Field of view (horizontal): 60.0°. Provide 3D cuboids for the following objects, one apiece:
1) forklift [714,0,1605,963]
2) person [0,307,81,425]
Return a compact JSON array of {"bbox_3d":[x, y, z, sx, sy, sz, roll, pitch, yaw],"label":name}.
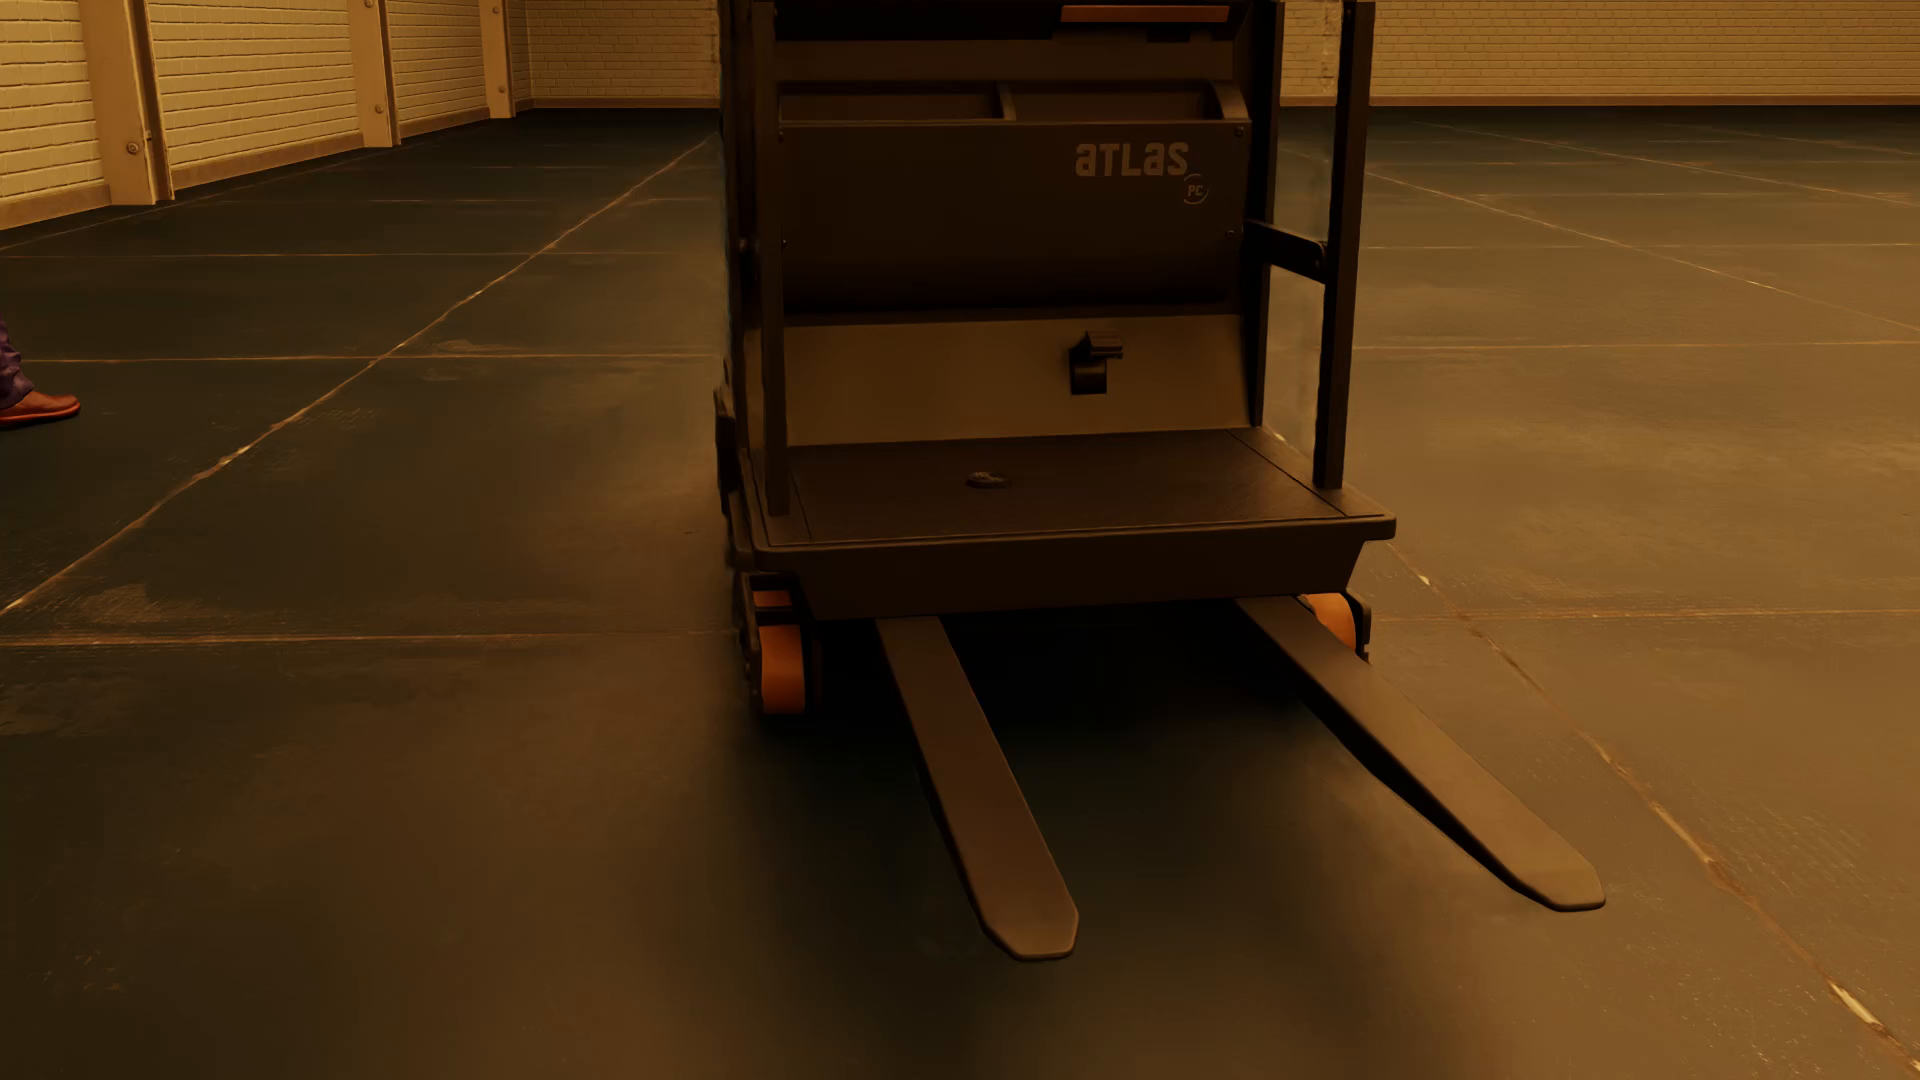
[{"bbox_3d":[0.130,-1.206,2.849,1.130,2.935,3.031,-3,17,-9],"label":"forklift"},{"bbox_3d":[-3.074,-1.143,4.814,0.597,1.651,0.503,3,17,11],"label":"person"}]
